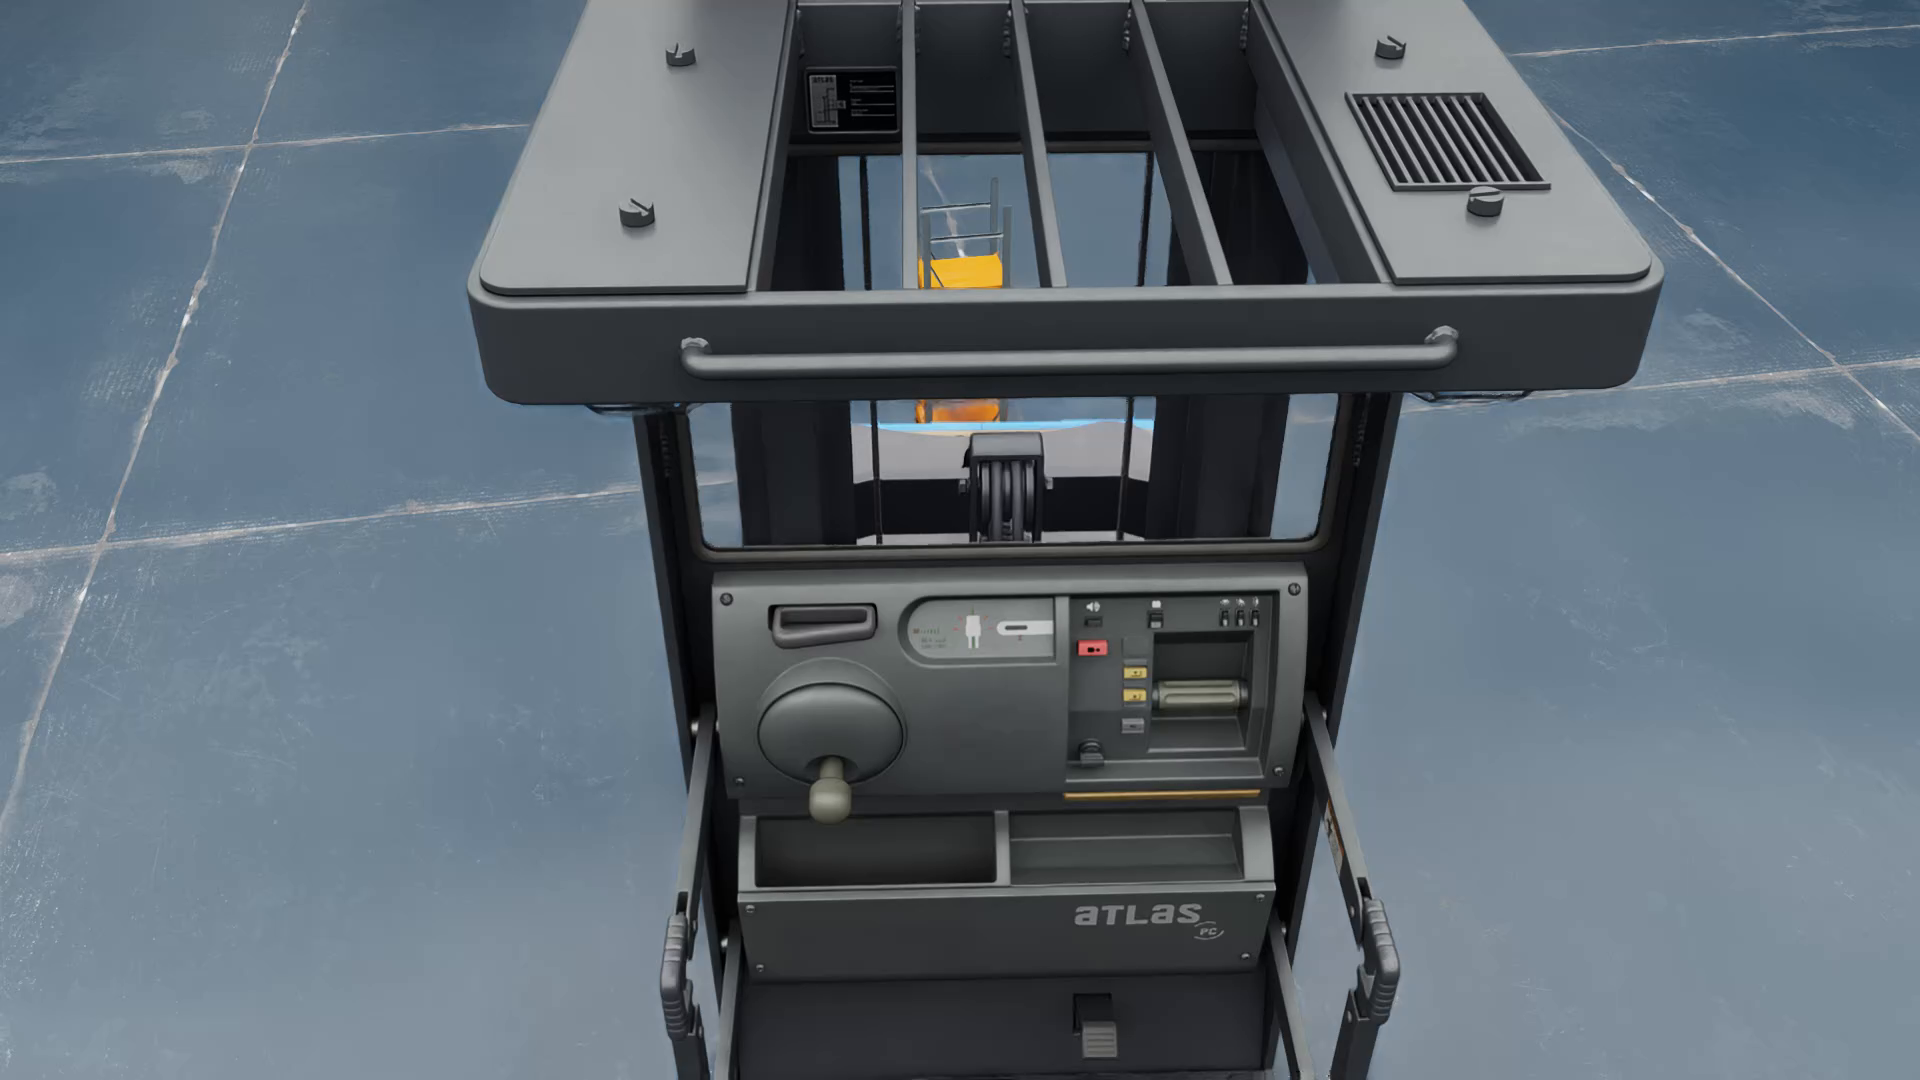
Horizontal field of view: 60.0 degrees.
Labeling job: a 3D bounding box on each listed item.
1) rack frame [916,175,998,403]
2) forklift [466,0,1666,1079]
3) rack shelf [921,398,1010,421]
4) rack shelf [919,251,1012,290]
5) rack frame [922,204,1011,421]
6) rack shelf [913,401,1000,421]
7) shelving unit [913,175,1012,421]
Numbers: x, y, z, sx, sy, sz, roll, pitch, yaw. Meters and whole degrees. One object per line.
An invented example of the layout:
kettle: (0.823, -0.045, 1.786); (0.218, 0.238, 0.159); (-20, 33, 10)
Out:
rack frame: (-0.013, -0.520, 4.942); (0.240, 1.200, 0.006); (-6, 38, -8)
forklift: (0.088, 0.312, 2.459); (1.130, 2.935, 3.031); (-1, 38, -1)
rack shelf: (0.003, -0.430, 4.898); (0.258, 0.103, 0.180); (-6, 38, -8)
rack shelf: (0.003, -0.714, 4.677); (0.258, 0.103, 0.180); (-6, 38, -8)
rack frame: (0.019, -0.410, 4.800); (0.240, 1.200, 0.006); (-6, 38, -8)
rack shelf: (0.003, -0.335, 4.972); (0.258, 0.103, 0.180); (-6, 38, -8)
shelving unit: (0.003, -0.465, 4.871); (0.258, 1.200, 0.189); (-6, 38, -8)
